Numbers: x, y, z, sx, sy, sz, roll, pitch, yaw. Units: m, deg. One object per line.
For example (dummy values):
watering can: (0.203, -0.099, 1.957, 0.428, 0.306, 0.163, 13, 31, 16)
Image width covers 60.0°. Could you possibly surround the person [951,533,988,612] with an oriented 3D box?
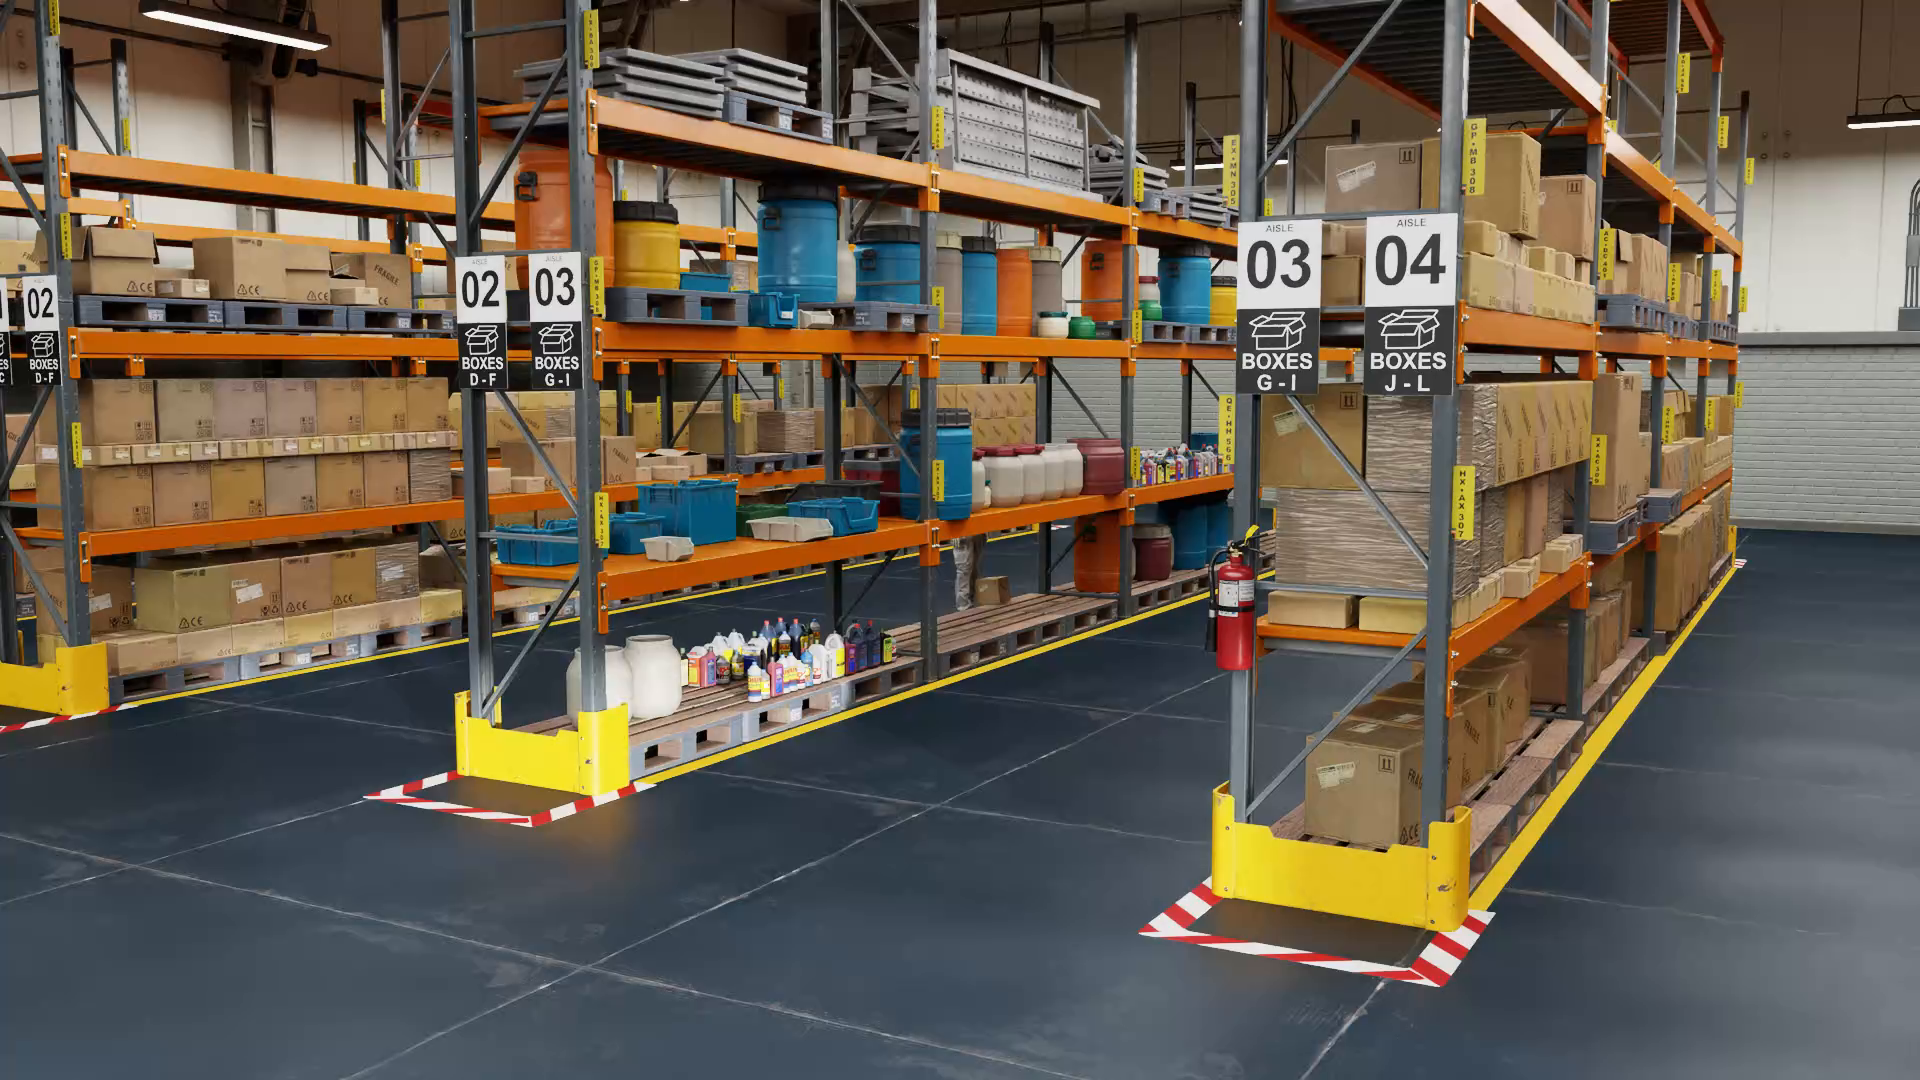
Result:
person: (0.129, -0.065, 16.553, 0.575, 1.779, 0.656, 3, 7, 28)
